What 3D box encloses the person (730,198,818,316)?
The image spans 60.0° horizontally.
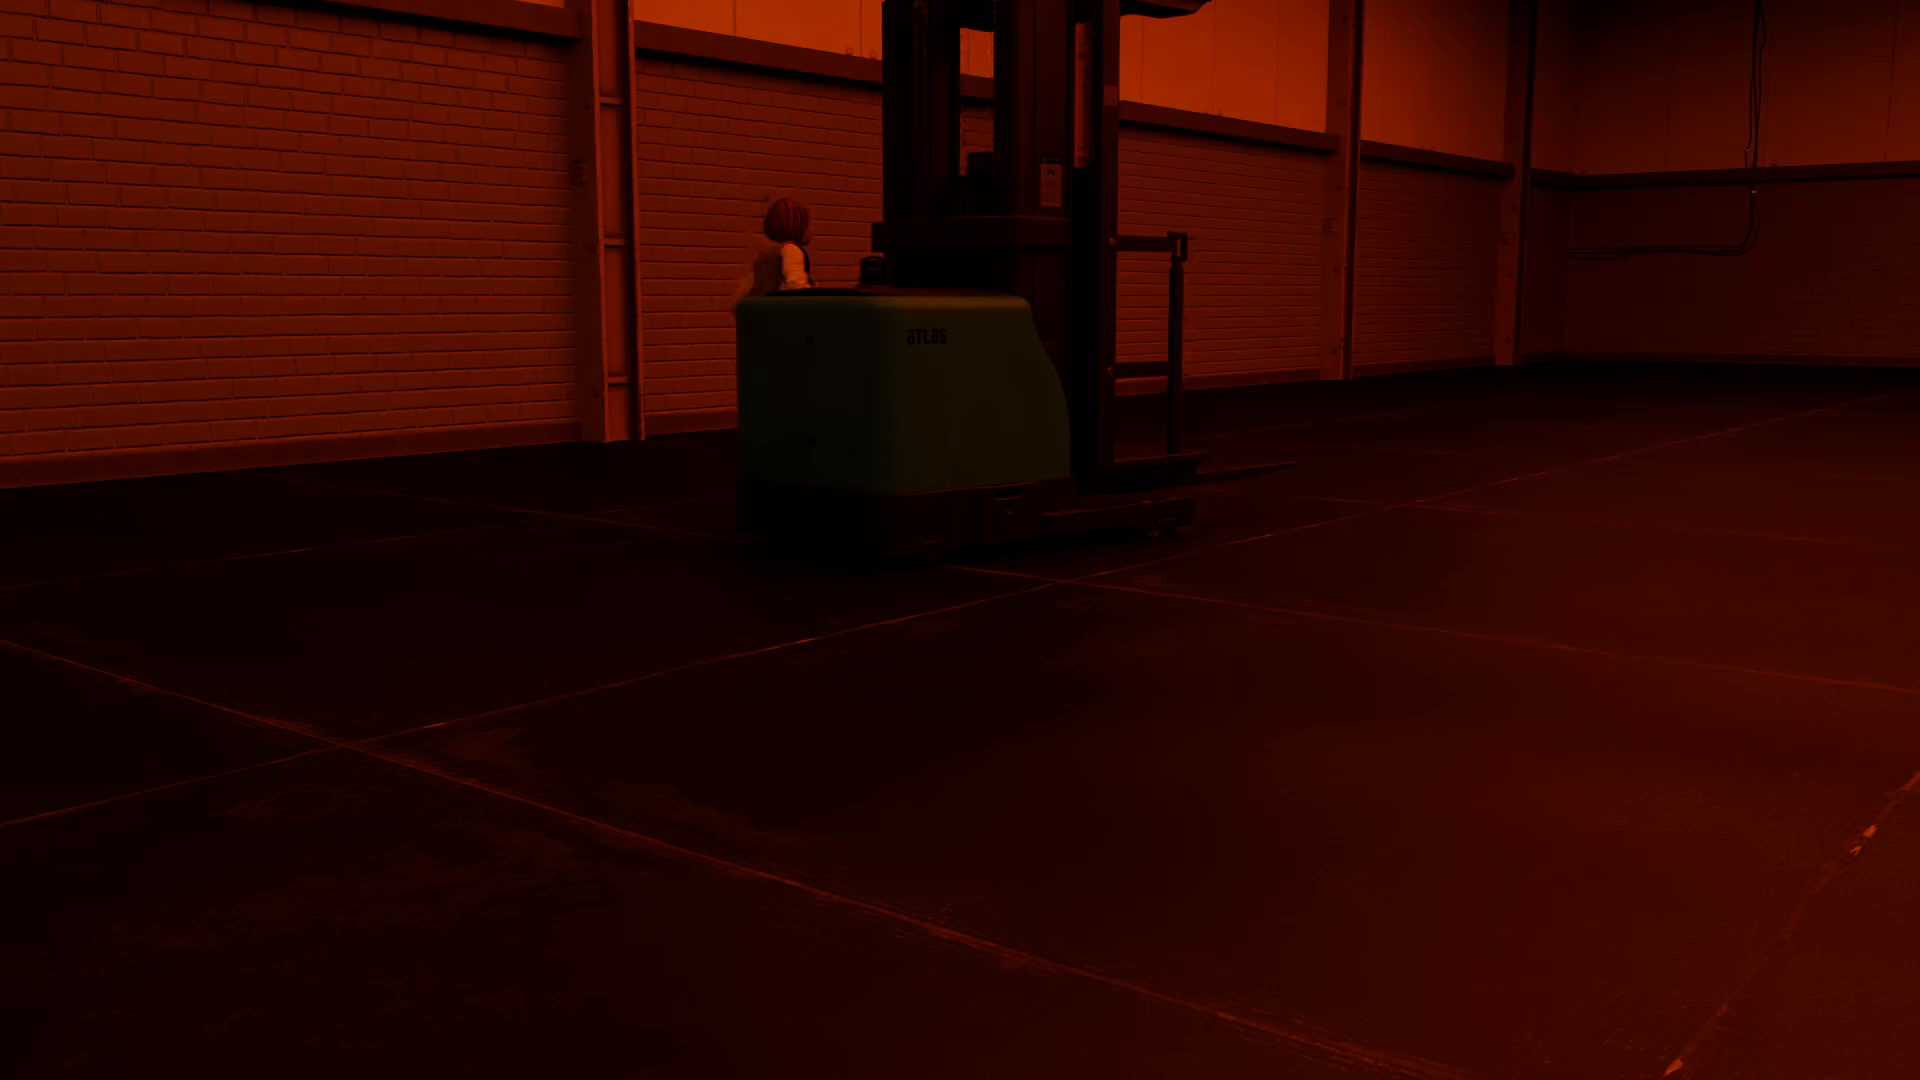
[{"bbox_3d":[-0.658,-0.807,7.714,0.651,1.531,0.794,-4,9,-25],"label":"person"}]

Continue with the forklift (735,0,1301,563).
[{"bbox_3d":[0.446,-1.516,7.642,3.031,2.935,1.130,-8,11,-43],"label":"forklift"}]
